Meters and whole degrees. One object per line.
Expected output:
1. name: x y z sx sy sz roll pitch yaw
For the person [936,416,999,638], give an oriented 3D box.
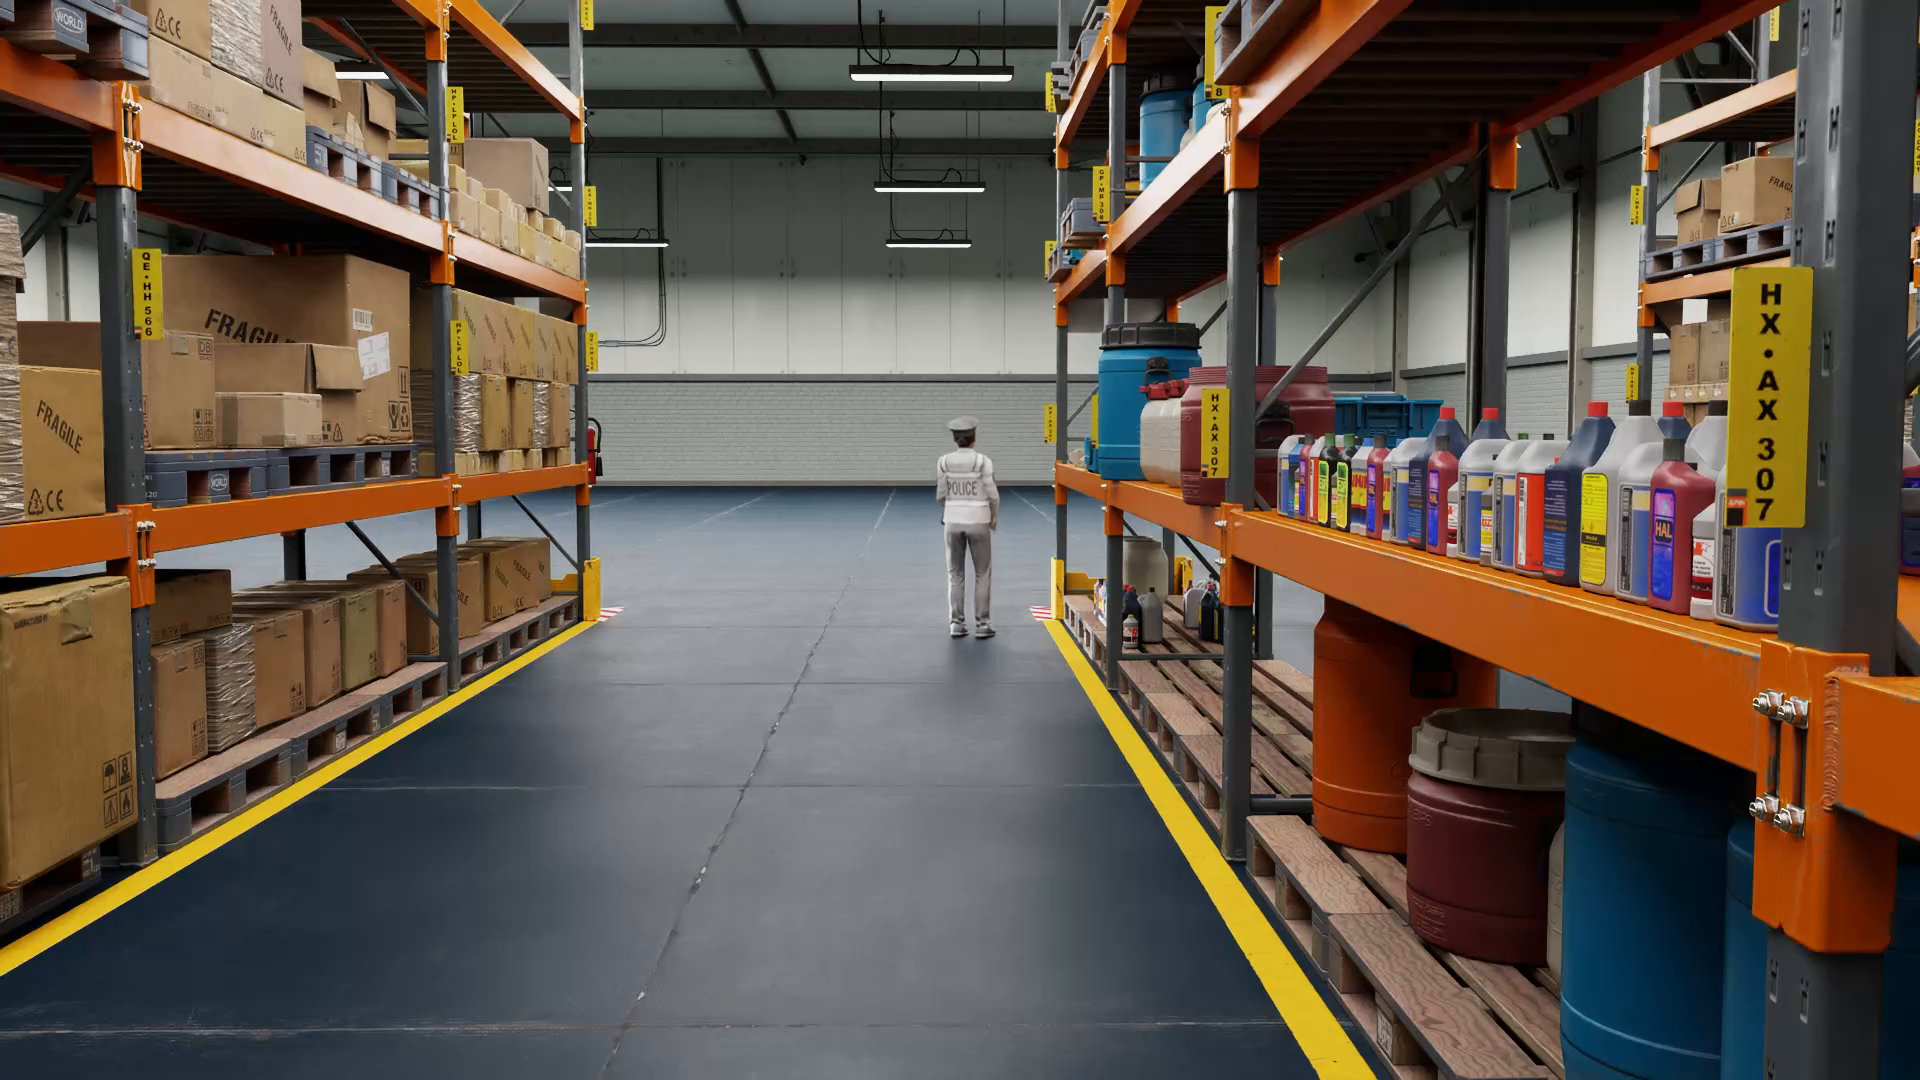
1. person: 0.073 -0.103 12.781 0.489 1.692 0.489 1 4 17
